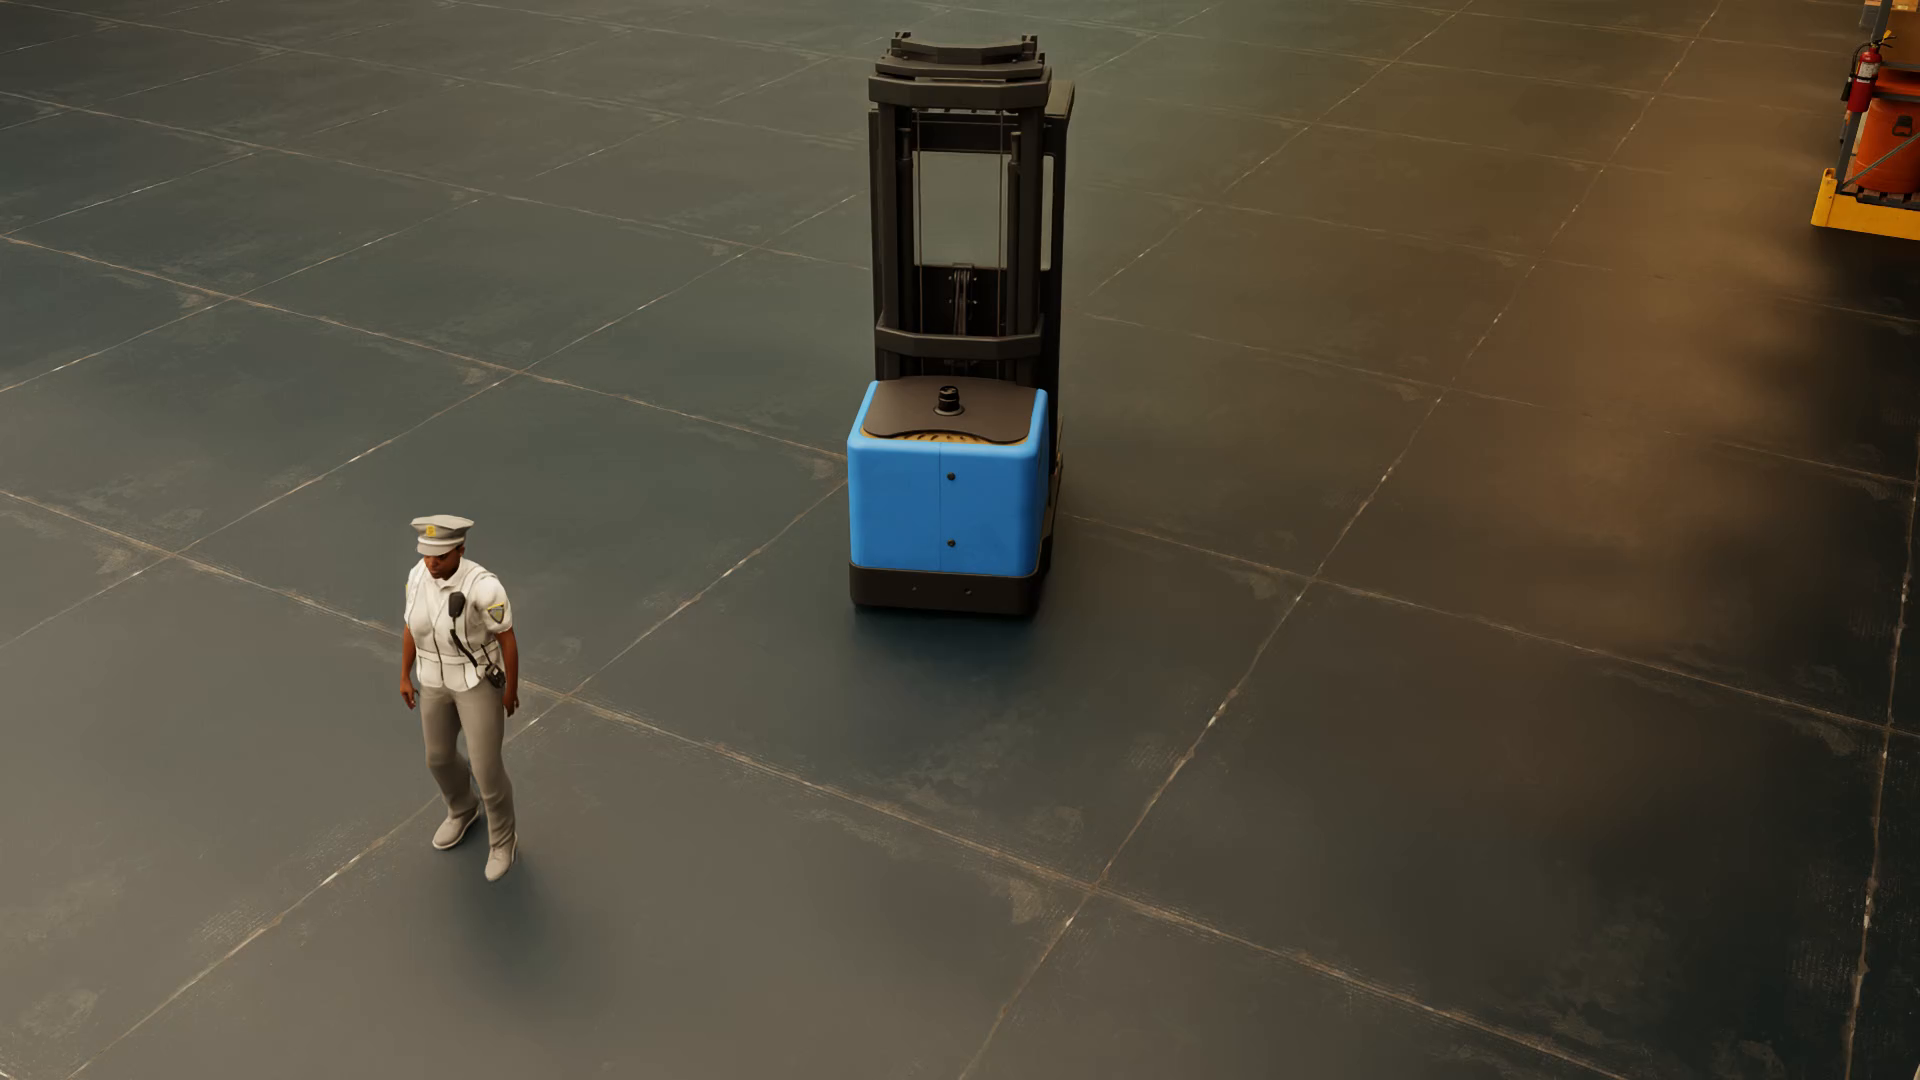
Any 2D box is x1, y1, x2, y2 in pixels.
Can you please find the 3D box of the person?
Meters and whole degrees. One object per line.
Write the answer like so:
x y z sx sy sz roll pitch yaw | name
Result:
-2.192 0.662 7.213 0.530 1.716 0.470 9 31 15 | person

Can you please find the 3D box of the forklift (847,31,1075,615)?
0.072 -1.572 9.794 1.130 2.935 3.031 3 30 6 | forklift
